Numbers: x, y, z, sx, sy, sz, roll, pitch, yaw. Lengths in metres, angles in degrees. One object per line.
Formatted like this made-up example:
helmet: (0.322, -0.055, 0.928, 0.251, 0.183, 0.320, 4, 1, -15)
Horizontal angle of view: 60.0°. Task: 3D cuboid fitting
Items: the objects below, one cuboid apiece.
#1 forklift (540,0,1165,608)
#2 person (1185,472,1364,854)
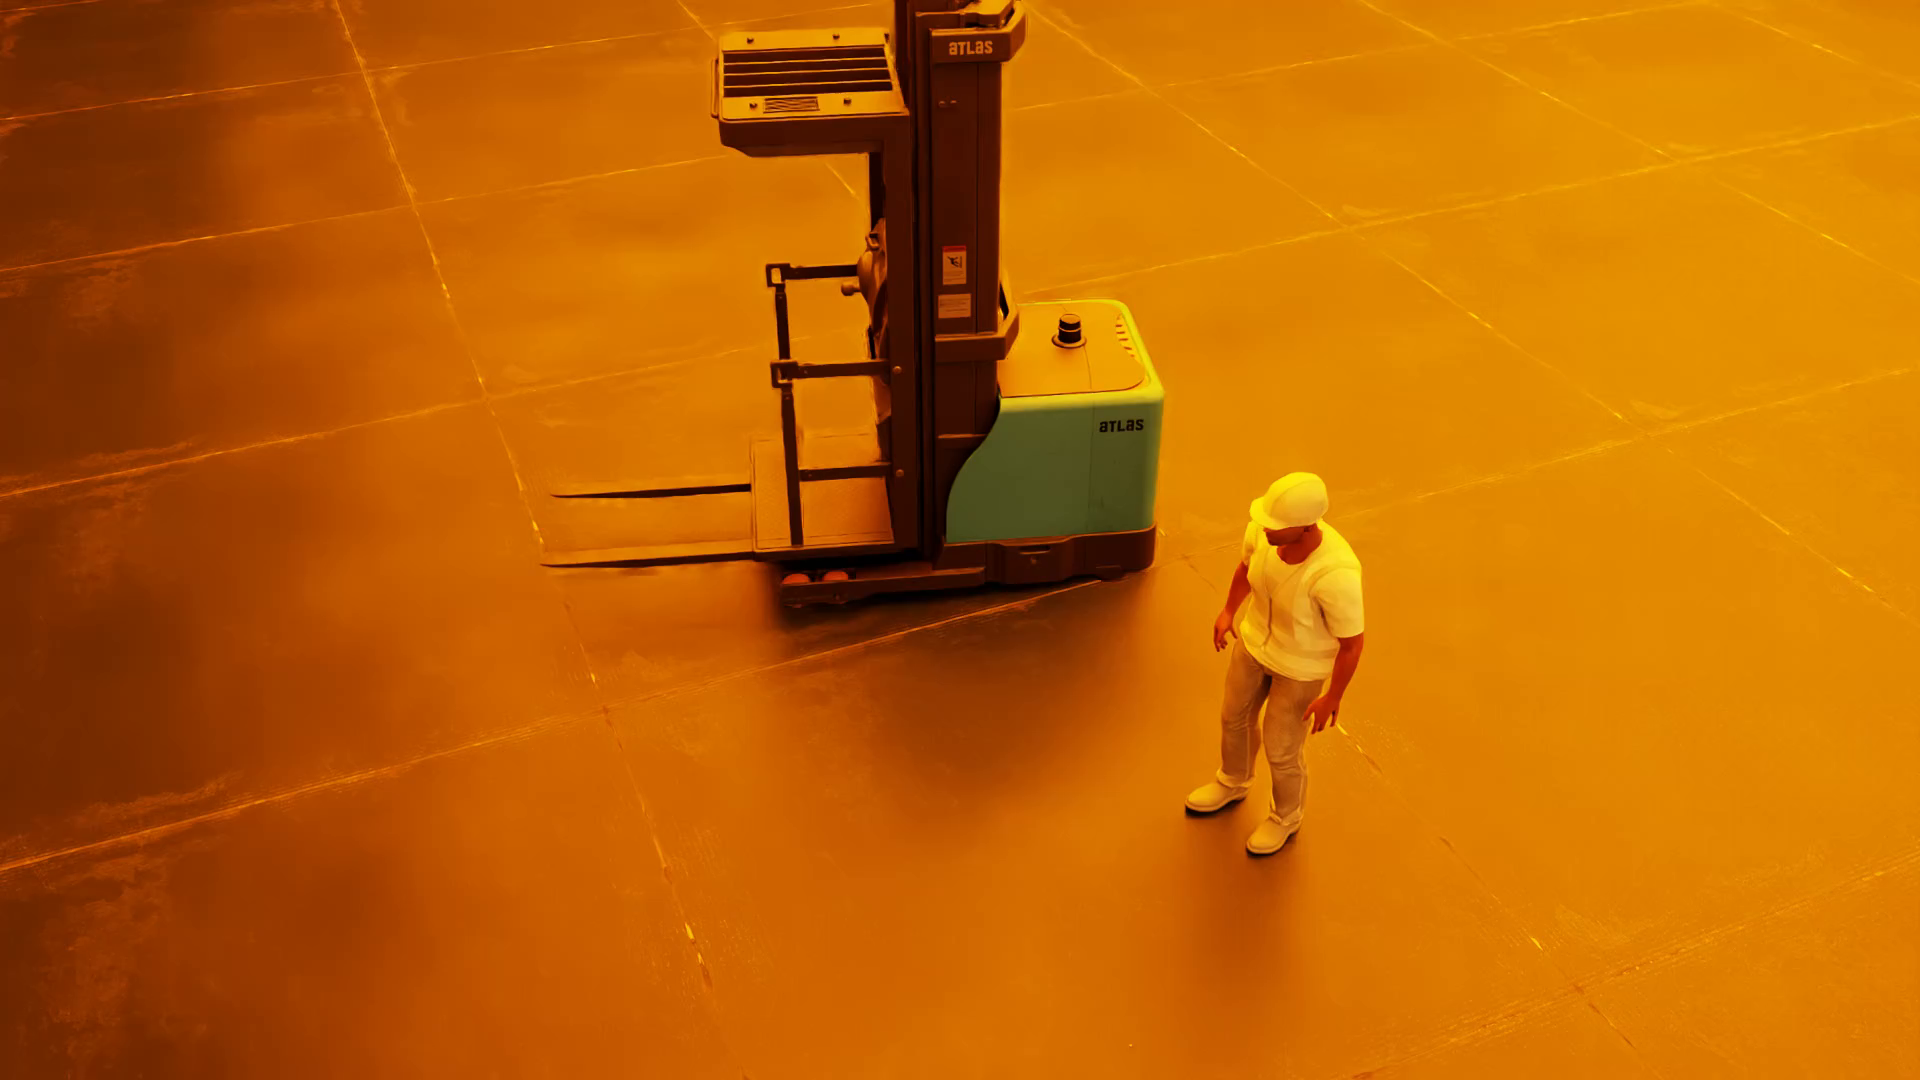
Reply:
forklift: (-0.576, -1.188, 7.769, 3.031, 2.935, 1.130, -4, 36, -5)
person: (1.237, 0.452, 6.477, 0.448, 1.759, 0.678, -21, 40, -27)
